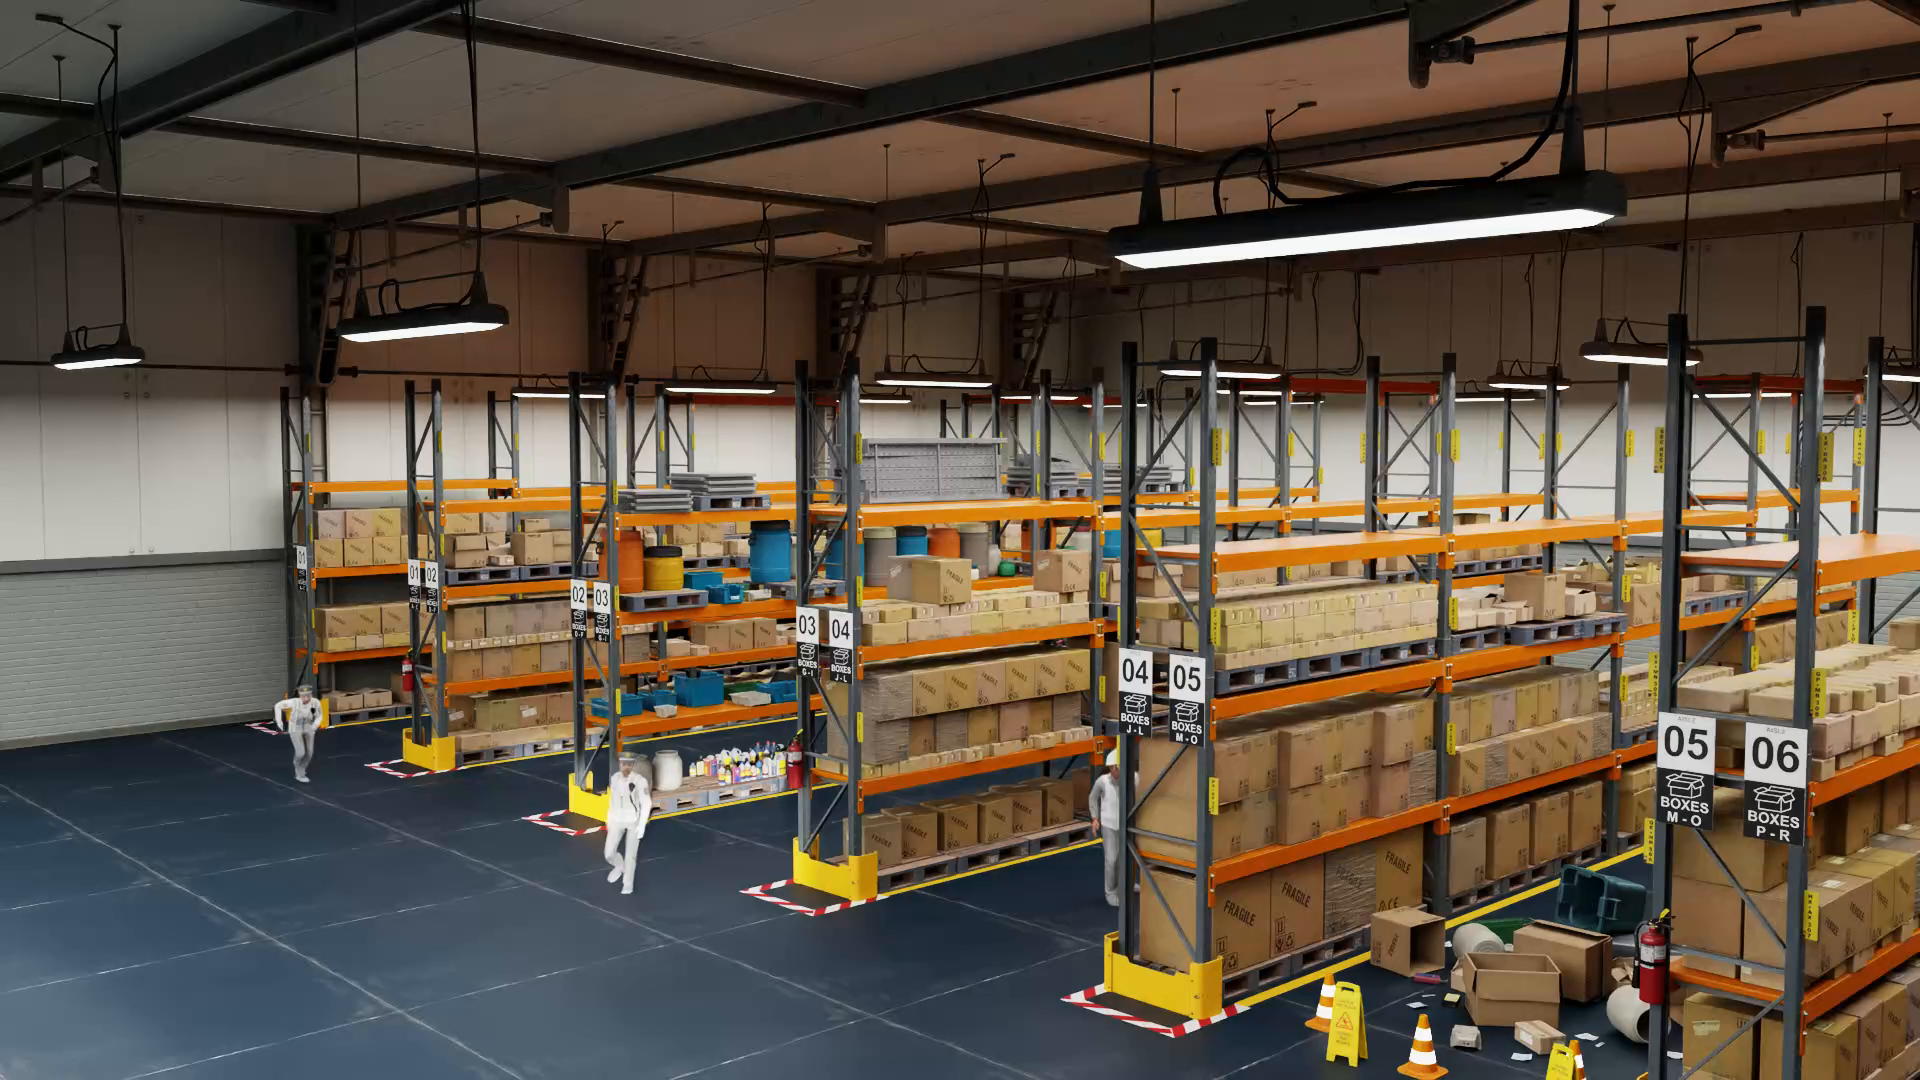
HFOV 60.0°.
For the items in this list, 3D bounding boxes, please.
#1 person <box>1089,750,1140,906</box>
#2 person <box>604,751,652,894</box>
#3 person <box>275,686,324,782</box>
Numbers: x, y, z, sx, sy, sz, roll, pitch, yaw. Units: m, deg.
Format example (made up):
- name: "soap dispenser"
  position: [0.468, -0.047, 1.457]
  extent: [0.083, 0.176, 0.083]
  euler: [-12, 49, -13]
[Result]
- name: "person"
  position: [1.778, 3.145, 18.368]
  extent: [0.666, 1.711, 0.865]
  euler: [-1, 4, -12]
- name: "person"
  position: [-3.710, 3.151, 18.607]
  extent: [0.601, 1.652, 0.536]
  euler: [0, 4, 8]
- name: "person"
  position: [-9.706, 2.859, 24.447]
  extent: [0.645, 1.494, 0.800]
  euler: [-2, 4, -34]
